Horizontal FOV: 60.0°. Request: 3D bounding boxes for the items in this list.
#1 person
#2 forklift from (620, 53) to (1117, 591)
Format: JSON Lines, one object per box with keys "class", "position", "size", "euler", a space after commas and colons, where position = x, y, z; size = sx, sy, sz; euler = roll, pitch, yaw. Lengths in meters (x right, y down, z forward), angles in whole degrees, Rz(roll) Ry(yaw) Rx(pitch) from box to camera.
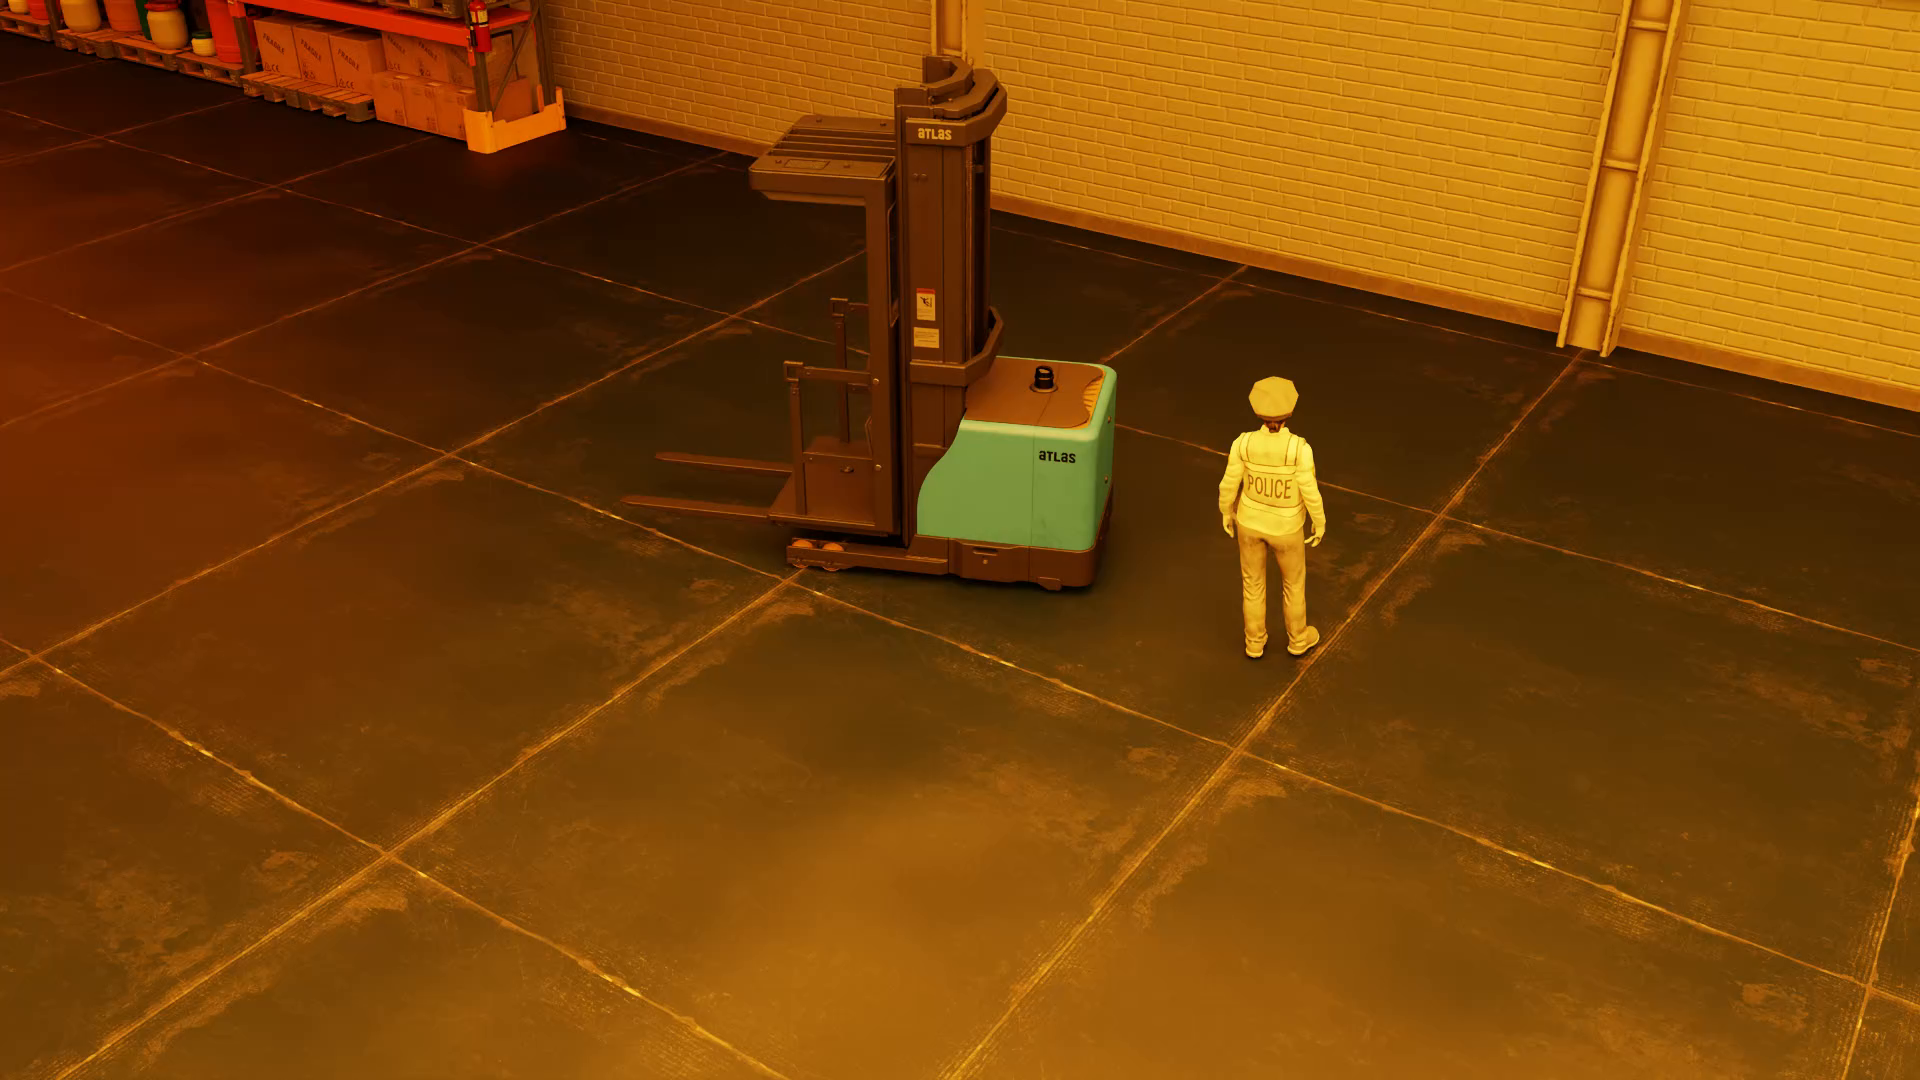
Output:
{"class": "person", "position": [1.700, -0.122, 9.010], "size": [0.589, 1.694, 0.530], "euler": [12, 32, 20]}
{"class": "forklift", "position": [-0.596, -1.330, 9.871], "size": [3.031, 2.935, 1.130], "euler": [6, 31, 10]}
